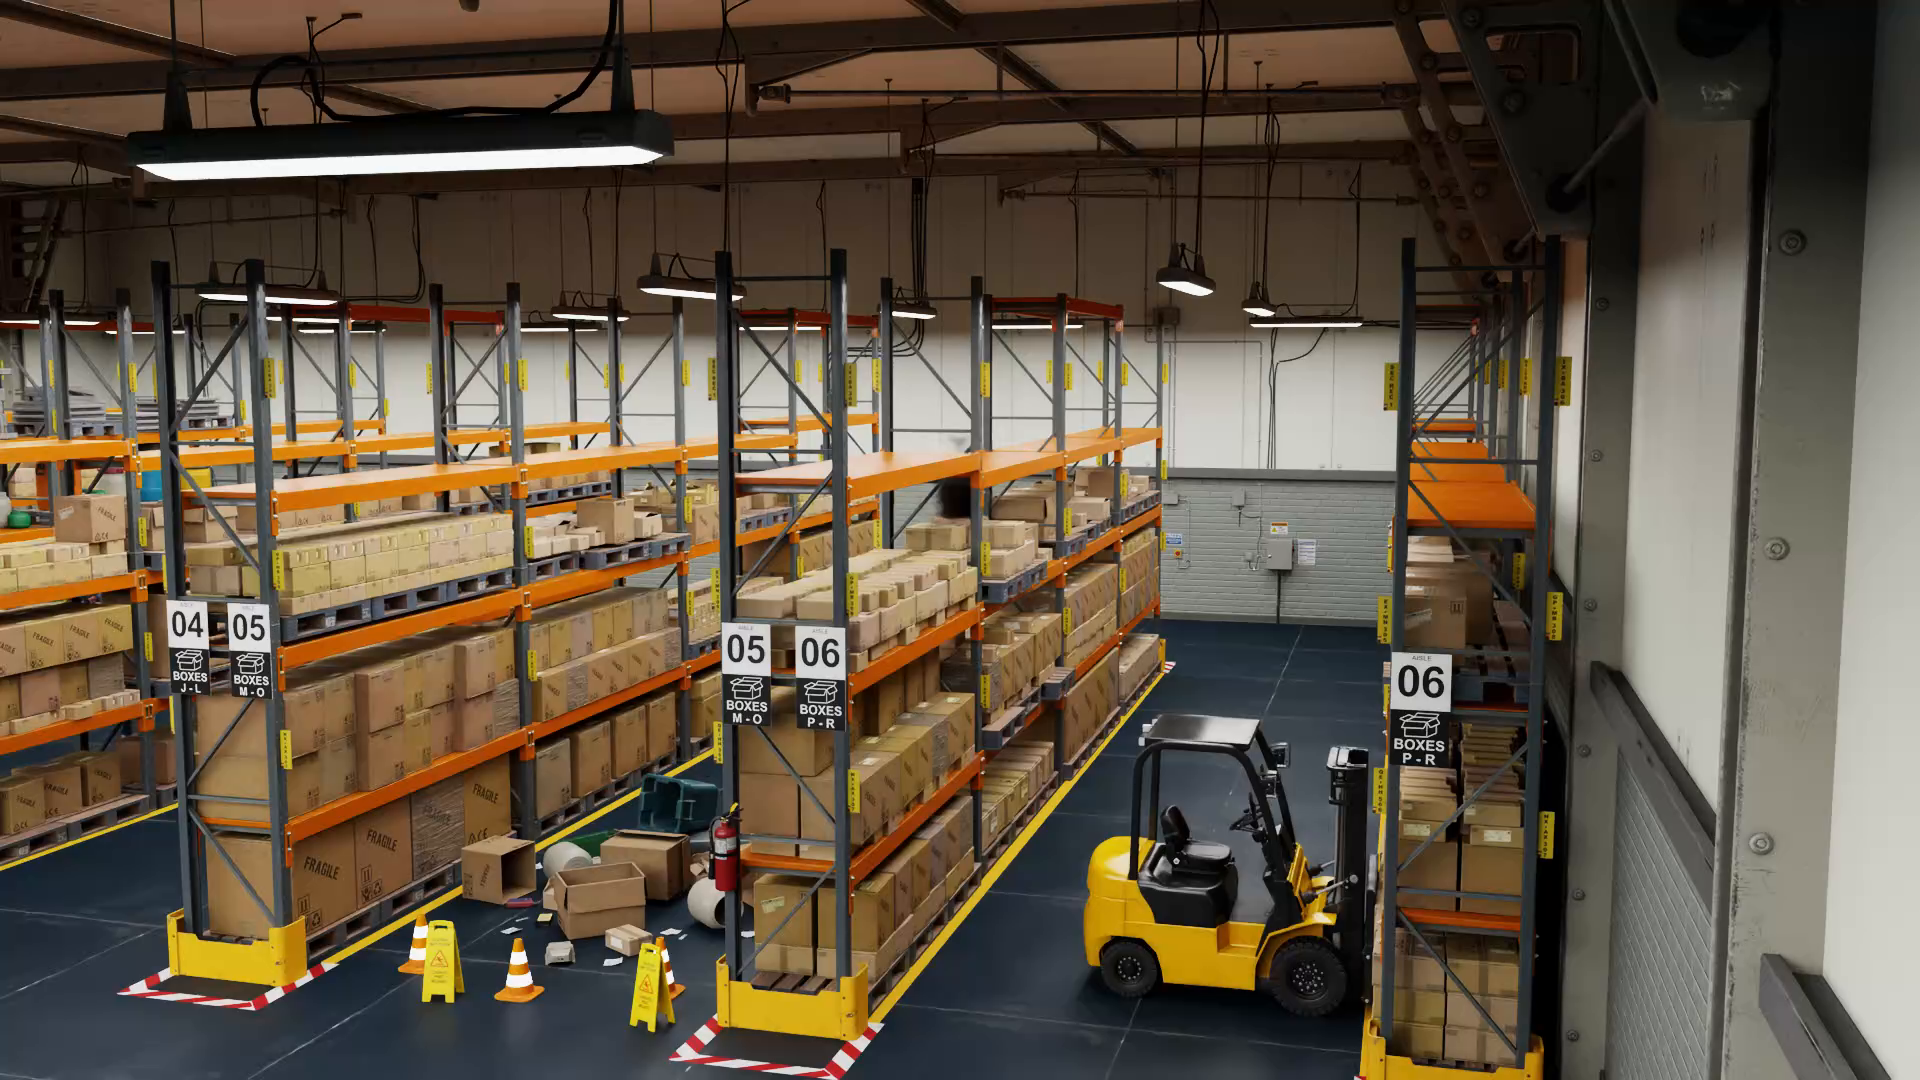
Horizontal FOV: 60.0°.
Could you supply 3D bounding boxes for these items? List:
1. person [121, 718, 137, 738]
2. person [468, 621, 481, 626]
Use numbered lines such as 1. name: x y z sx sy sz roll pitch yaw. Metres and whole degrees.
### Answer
1. person: -11.434 1.989 22.874 0.516 1.559 0.662 1 6 8
2. person: -6.628 1.941 22.661 0.547 1.687 0.699 1 6 5
